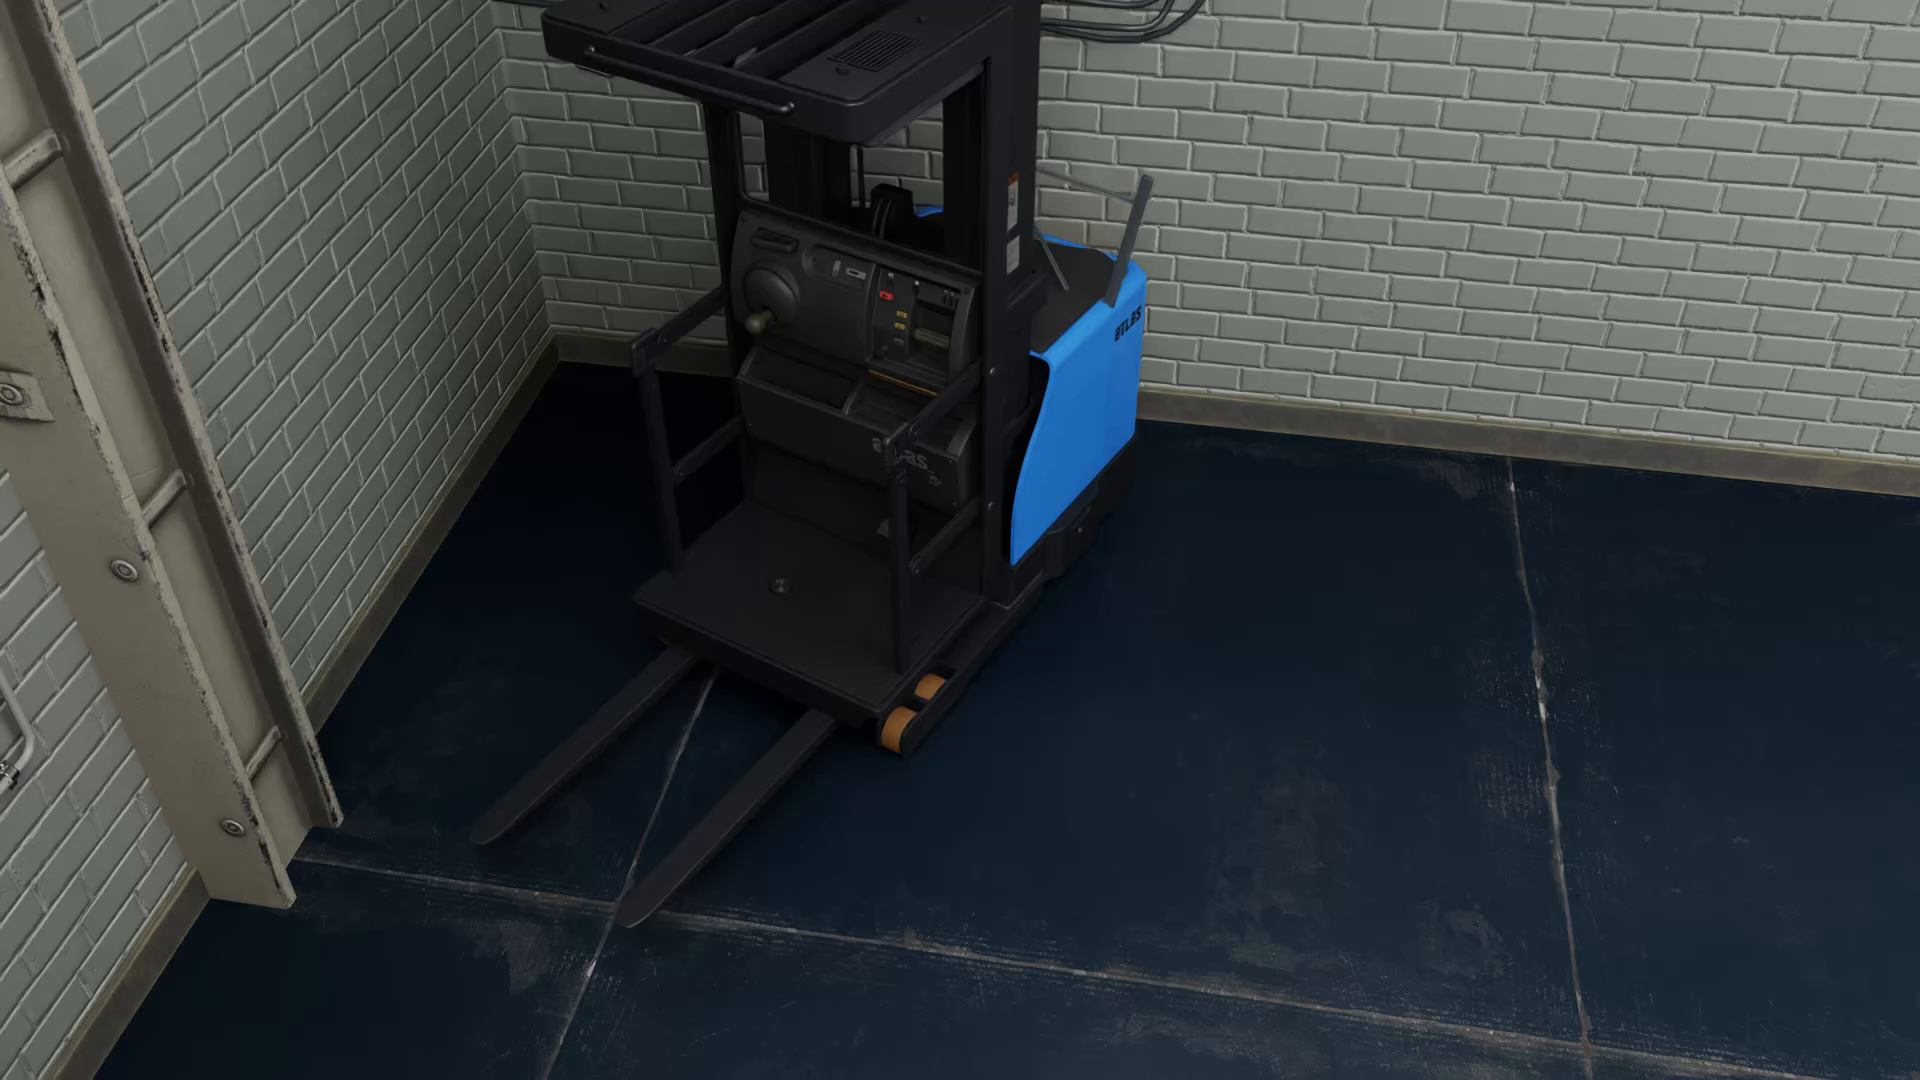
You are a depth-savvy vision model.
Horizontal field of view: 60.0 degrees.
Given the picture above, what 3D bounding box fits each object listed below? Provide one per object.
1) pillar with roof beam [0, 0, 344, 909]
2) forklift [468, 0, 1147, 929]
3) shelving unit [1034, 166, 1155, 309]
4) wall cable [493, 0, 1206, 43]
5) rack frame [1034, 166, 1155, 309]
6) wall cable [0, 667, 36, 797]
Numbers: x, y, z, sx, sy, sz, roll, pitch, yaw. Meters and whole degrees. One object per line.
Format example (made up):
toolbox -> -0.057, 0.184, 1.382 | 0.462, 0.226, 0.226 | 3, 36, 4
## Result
pillar with roof beam -> 1.975, -1.953, 2.050 | 9.100, 9.000, 0.400 | 6, 40, 8
forklift -> -0.475, -0.721, 5.322 | 1.130, 2.935, 3.031 | 22, 44, 24
shelving unit -> 0.434, -1.055, 6.717 | 0.587, 1.500, 1.083 | 20, 38, 6
wall cable -> -0.549, -2.951, 5.694 | 3.097, 2.526, 0.112 | 6, 40, 8
rack frame -> 0.288, -0.773, 6.309 | 0.500, 1.500, 0.032 | 20, 38, 6
wall cable -> -2.590, 0.375, 3.145 | 0.084, 1.984, 1.851 | 6, 40, 8
